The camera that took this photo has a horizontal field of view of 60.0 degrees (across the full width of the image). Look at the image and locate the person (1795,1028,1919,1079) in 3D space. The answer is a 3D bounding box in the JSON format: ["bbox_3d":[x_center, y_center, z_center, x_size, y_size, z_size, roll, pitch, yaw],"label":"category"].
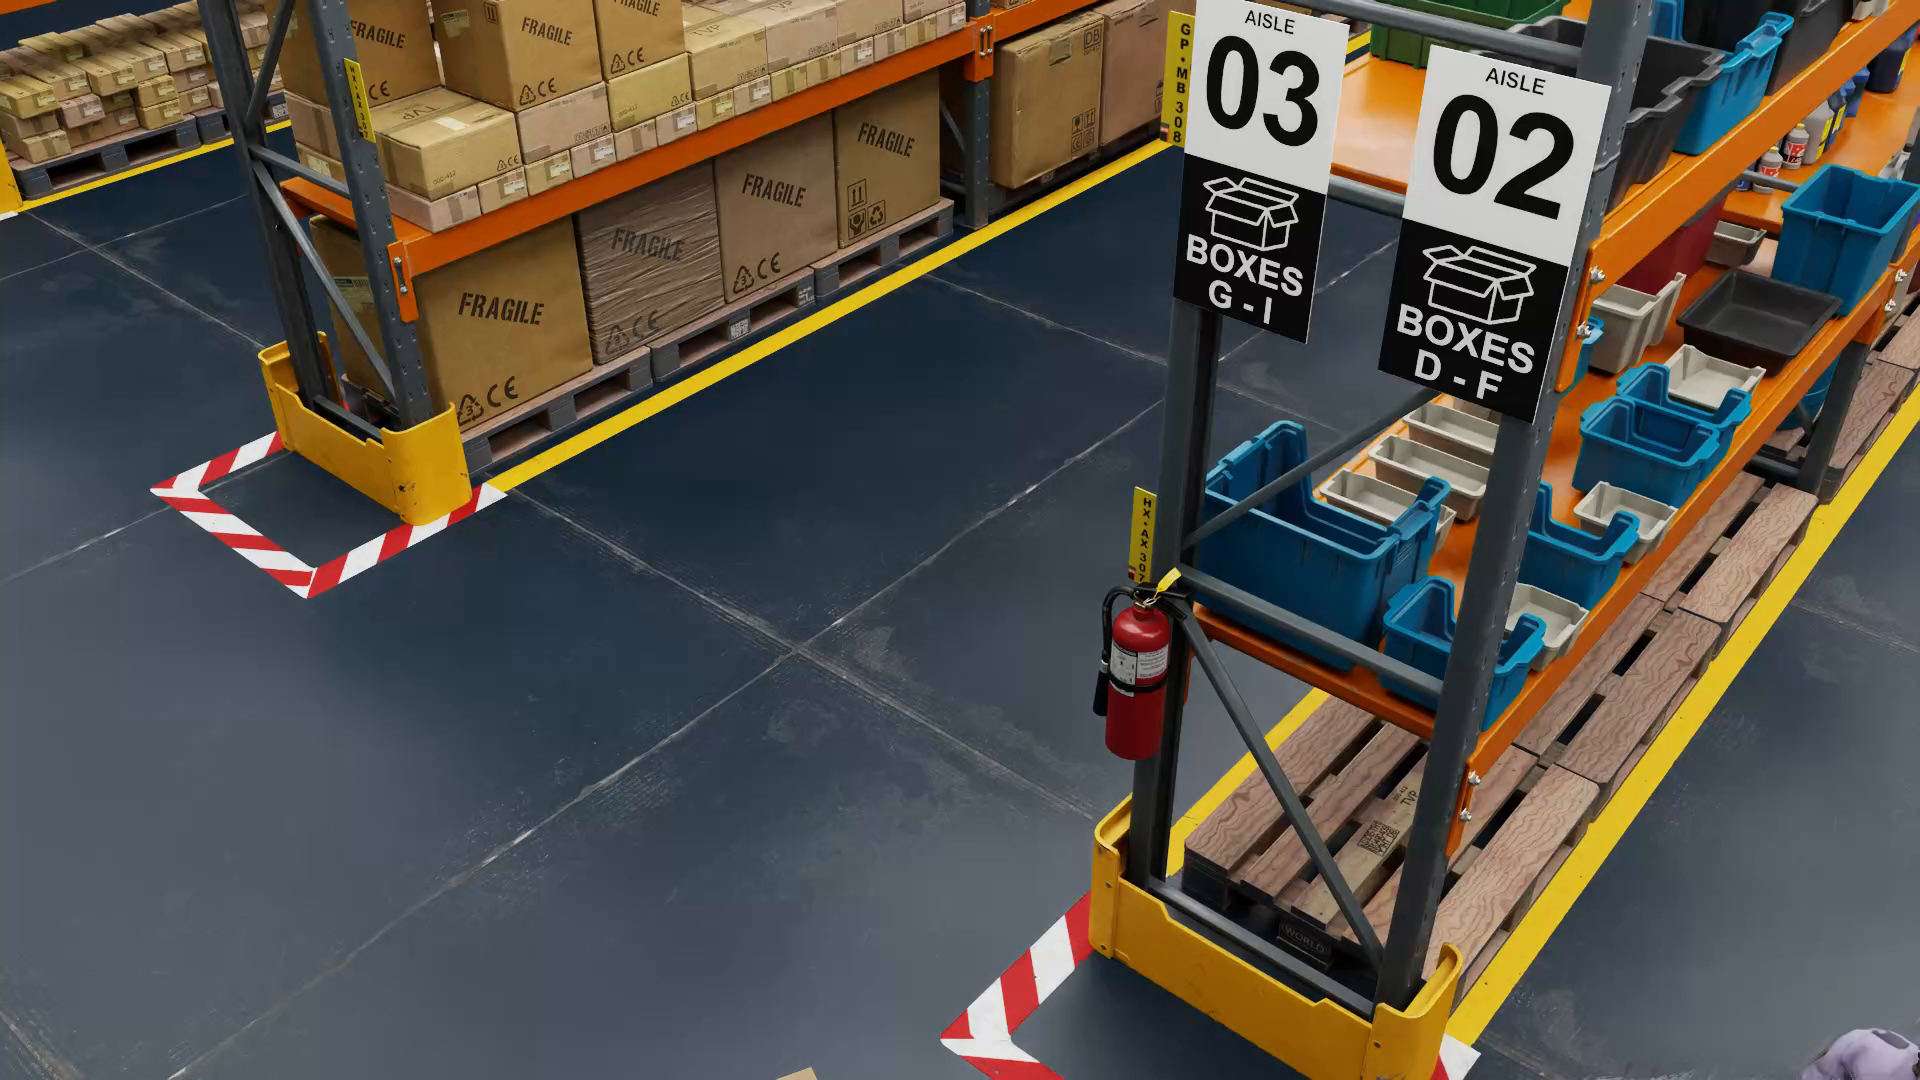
[{"bbox_3d":[2.120,1.648,3.868,0.756,1.667,0.534,-8,36,-11],"label":"person"}]
